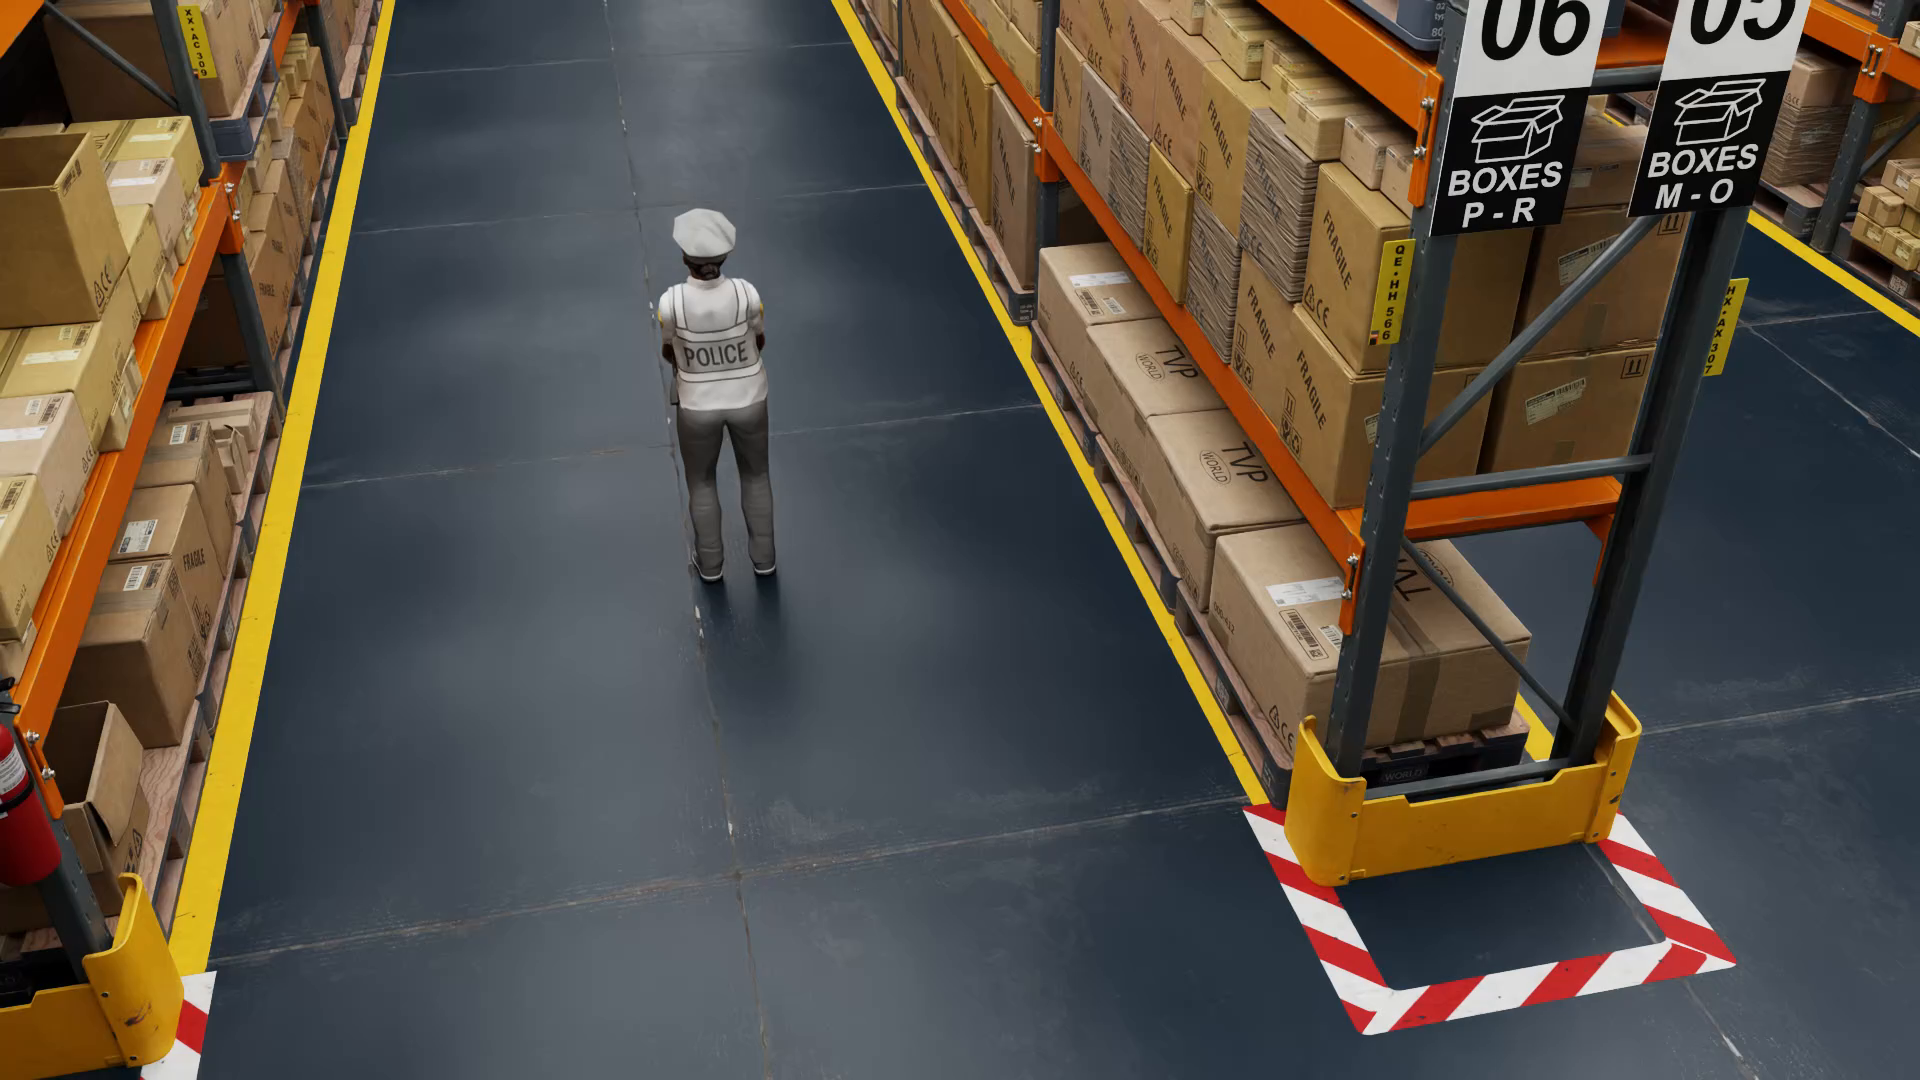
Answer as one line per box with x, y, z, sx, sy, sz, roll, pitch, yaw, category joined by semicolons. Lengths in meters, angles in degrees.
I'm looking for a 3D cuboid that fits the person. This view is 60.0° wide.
-1.009;-0.577;6.968;0.427;1.687;0.338;-8;35;-11;person
